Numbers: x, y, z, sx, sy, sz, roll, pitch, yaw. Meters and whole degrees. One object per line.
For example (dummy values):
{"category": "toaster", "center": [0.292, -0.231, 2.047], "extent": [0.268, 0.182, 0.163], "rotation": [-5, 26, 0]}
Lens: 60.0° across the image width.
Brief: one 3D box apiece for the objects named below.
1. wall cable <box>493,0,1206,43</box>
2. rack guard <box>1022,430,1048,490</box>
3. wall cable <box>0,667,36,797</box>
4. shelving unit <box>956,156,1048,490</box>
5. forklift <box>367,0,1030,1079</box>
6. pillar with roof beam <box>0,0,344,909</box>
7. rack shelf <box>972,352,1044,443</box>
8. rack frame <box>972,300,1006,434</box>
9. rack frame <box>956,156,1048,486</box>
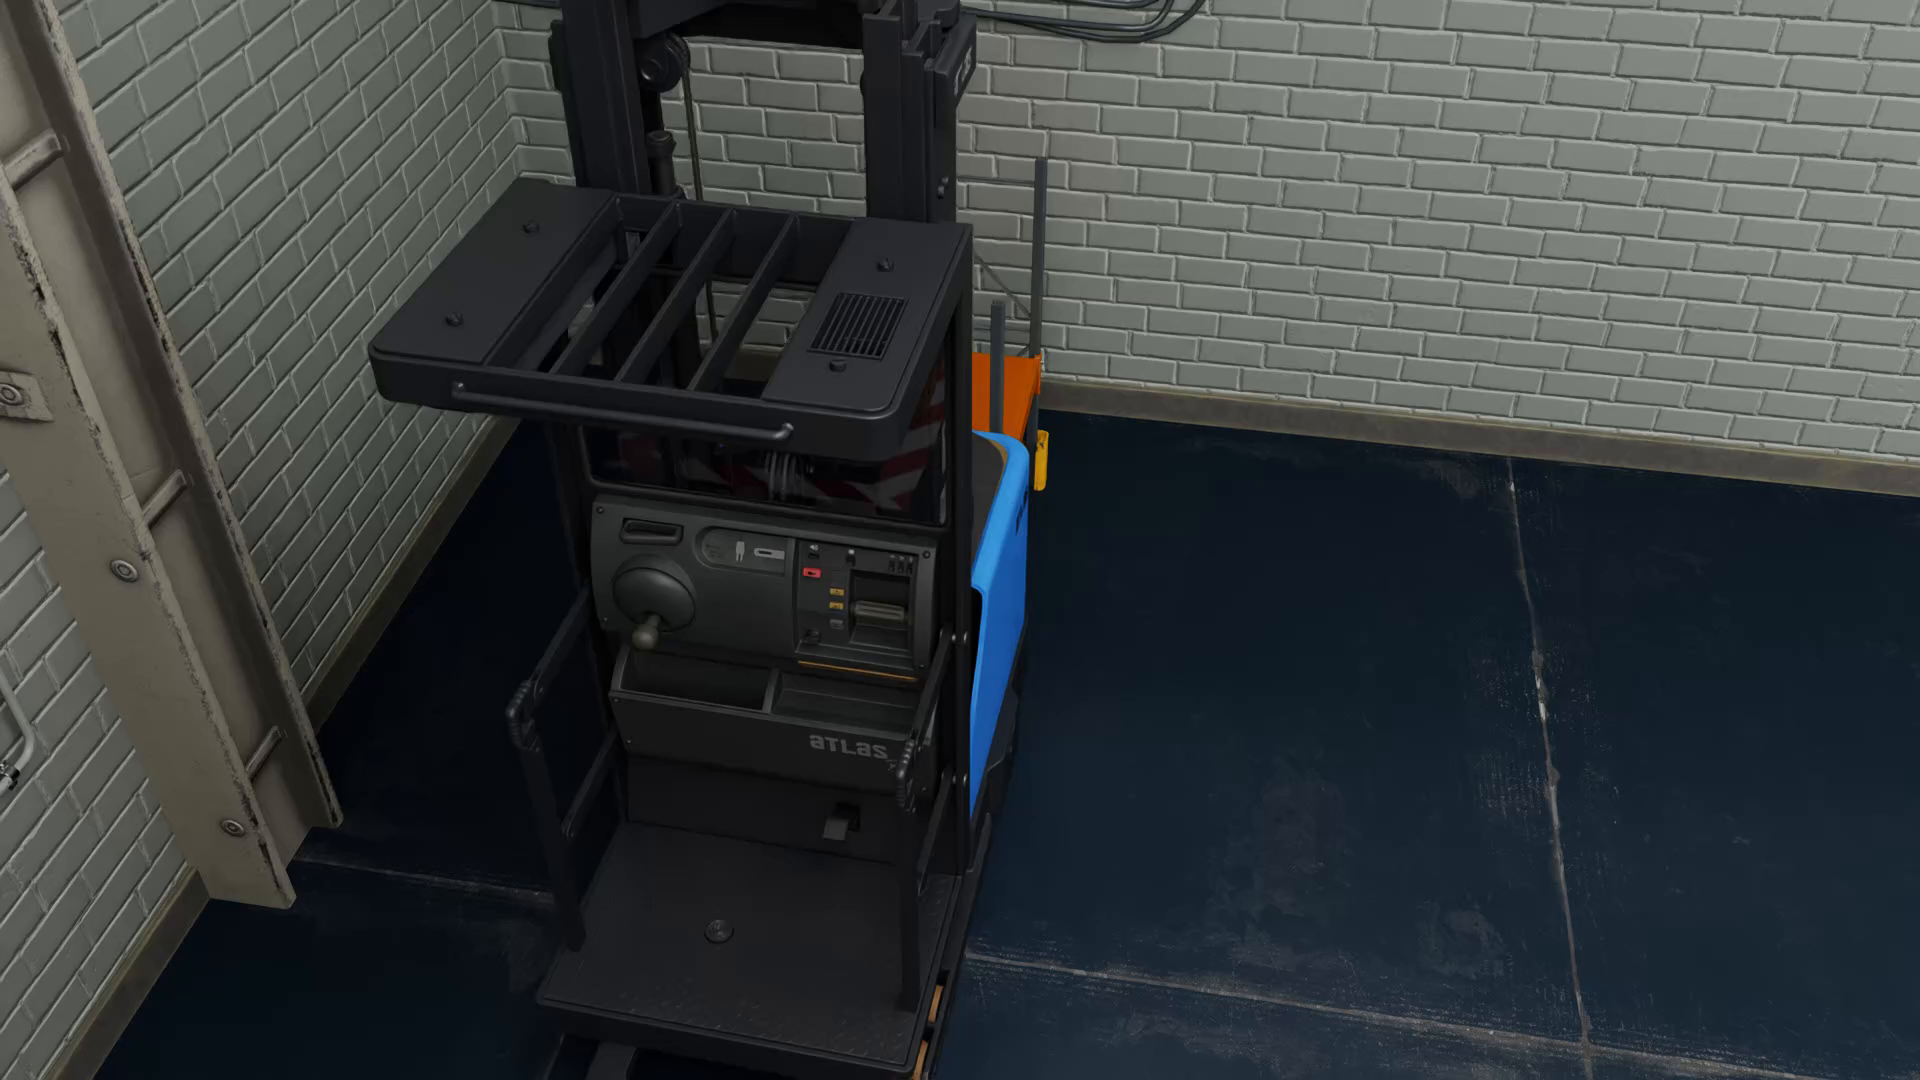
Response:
{"category": "wall cable", "center": [-0.549, -2.951, 5.694], "extent": [3.097, 2.526, 0.112], "rotation": [6, 40, 8]}
{"category": "rack guard", "center": [0.073, -0.361, 6.991], "extent": [0.587, 0.250, 0.087], "rotation": [6, 40, 8]}
{"category": "wall cable", "center": [-2.590, 0.375, 3.145], "extent": [0.084, 1.984, 1.851], "rotation": [6, 40, 8]}
{"category": "shelving unit", "center": [-0.013, -0.530, 6.214], "extent": [0.587, 1.500, 1.083], "rotation": [6, 40, 8]}
{"category": "forklift", "center": [-0.563, 0.208, 4.198], "extent": [1.130, 2.935, 3.031], "rotation": [8, 40, 9]}
{"category": "pillar with roof beam", "center": [1.975, -1.953, 2.050], "extent": [9.100, 9.000, 0.400], "rotation": [6, 40, 8]}
{"category": "rack shelf", "center": [-0.015, -0.386, 6.322], "extent": [0.538, 0.185, 1.000], "rotation": [6, 40, 8]}
{"category": "rack frame", "center": [-0.103, -0.205, 5.821], "extent": [0.500, 1.500, 0.032], "rotation": [6, 40, 8]}
{"category": "rack frame", "center": [0.073, -0.844, 6.593], "extent": [0.500, 1.500, 0.032], "rotation": [6, 40, 8]}
